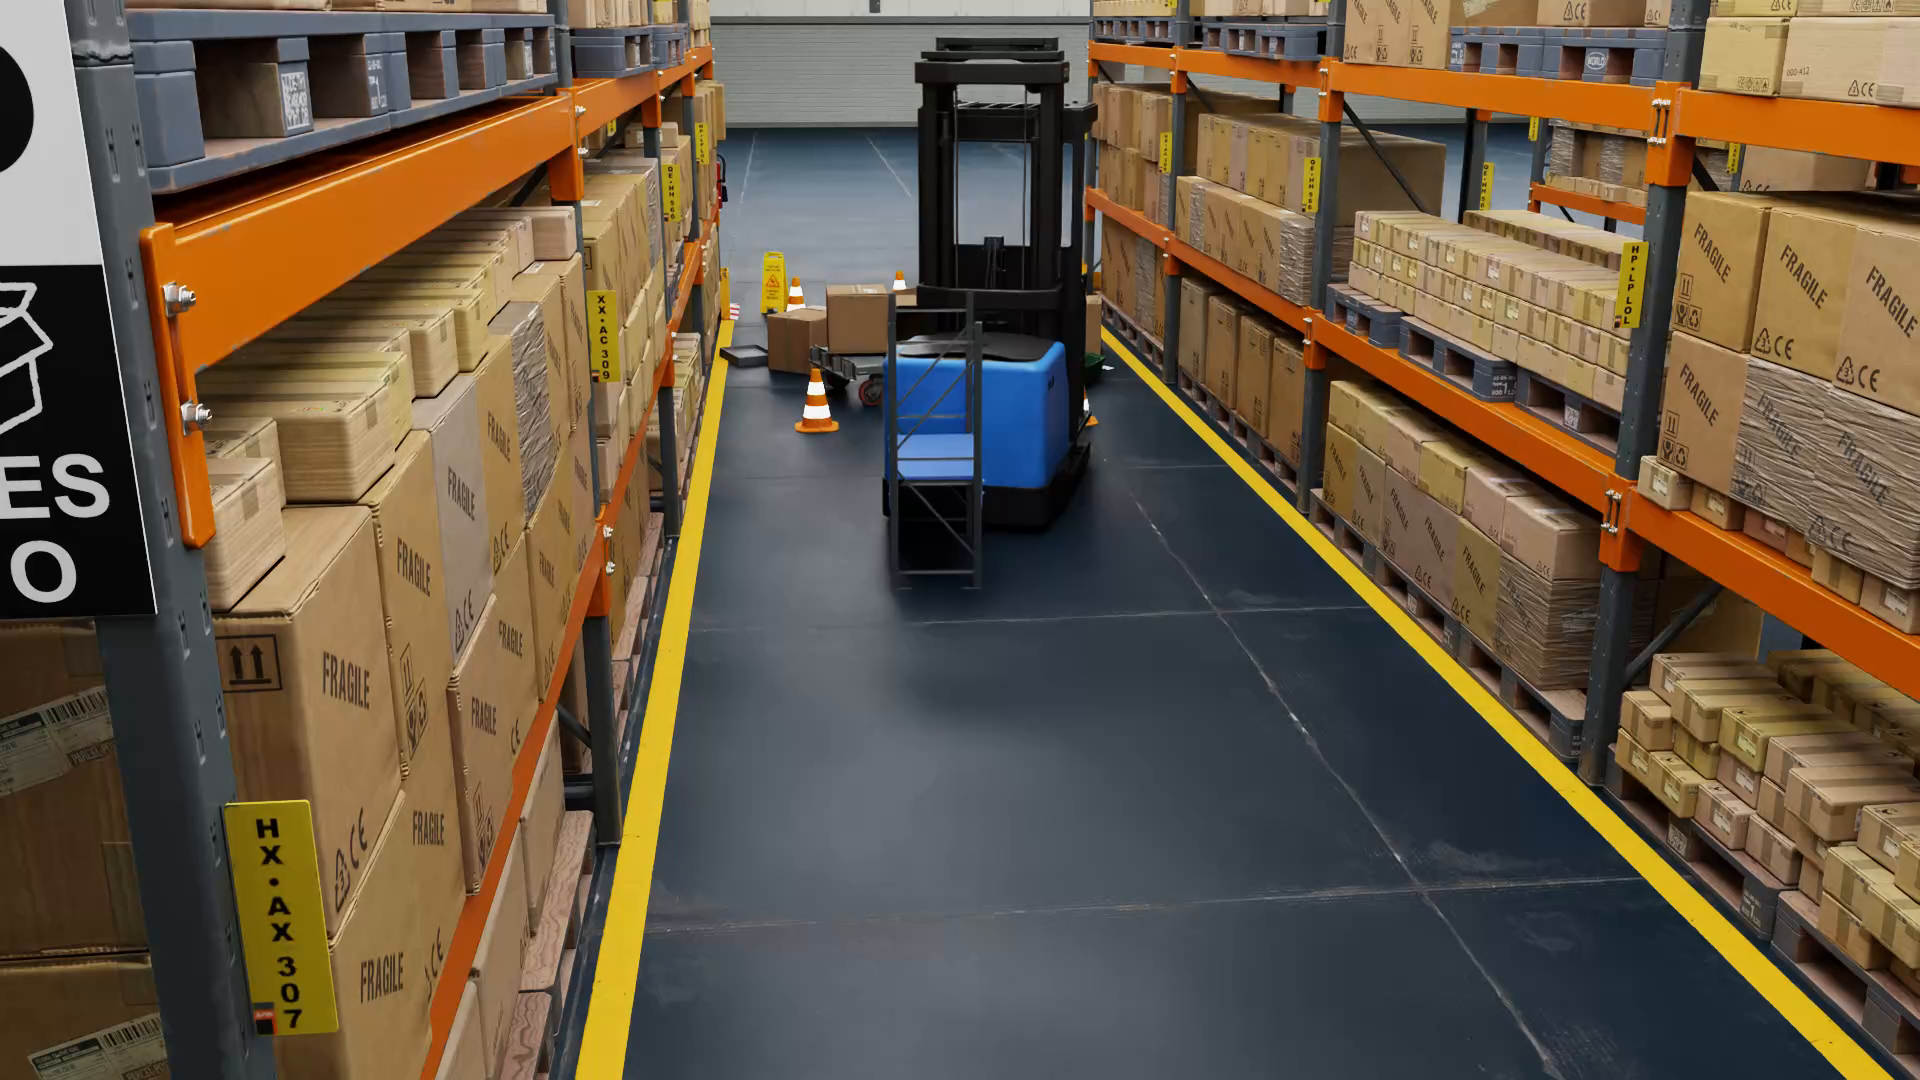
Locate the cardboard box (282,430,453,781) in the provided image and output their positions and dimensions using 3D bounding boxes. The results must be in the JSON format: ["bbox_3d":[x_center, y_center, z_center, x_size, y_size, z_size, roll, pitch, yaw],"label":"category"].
[{"bbox_3d":[-1.225,0.111,2.979,0.500,0.500,0.500,-2,18,-7],"label":"cardboard box"}]

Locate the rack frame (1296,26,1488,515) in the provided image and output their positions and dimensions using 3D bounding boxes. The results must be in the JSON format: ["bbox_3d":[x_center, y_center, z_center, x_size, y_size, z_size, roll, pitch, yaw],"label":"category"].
[{"bbox_3d":[2.689,-1.625,10.345,1.000,3.000,0.127,-2,18,-6],"label":"rack frame"}]

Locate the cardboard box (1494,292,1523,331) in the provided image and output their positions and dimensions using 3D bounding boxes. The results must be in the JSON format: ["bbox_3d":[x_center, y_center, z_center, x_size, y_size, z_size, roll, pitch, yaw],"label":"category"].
[{"bbox_3d":[2.755,-1.079,7.829,0.380,0.149,0.250,-3,18,-8],"label":"cardboard box"}]

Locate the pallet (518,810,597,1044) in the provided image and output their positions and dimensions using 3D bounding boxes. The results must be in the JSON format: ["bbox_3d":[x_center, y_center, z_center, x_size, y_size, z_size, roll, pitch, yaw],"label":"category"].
[{"bbox_3d":[-1.811,1.309,5.654,1.003,0.211,1.213,-2,18,-6],"label":"pallet"}]

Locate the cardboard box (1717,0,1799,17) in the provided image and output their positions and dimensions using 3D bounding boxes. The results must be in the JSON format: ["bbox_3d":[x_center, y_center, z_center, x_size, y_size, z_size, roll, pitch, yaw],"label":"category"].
[{"bbox_3d":[2.913,-1.880,5.567,0.500,0.250,0.500,-1,17,-4],"label":"cardboard box"}]

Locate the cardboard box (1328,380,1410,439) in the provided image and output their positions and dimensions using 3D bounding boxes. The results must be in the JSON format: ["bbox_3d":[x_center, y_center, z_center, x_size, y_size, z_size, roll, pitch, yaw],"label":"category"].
[{"bbox_3d":[2.519,-0.778,9.866,0.500,0.250,0.500,-3,18,-8],"label":"cardboard box"}]

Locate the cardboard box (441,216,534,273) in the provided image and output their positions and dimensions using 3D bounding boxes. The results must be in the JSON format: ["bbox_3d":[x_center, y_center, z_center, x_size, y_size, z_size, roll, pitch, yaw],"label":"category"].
[{"bbox_3d":[-1.544,-0.921,5.182,0.380,0.149,0.250,-1,17,-4],"label":"cardboard box"}]

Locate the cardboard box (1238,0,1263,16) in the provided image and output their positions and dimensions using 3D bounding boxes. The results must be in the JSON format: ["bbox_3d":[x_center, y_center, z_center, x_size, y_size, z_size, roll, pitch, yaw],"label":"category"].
[{"bbox_3d":[2.231,-3.861,11.425,0.500,0.500,0.500,-2,18,-6],"label":"cardboard box"}]

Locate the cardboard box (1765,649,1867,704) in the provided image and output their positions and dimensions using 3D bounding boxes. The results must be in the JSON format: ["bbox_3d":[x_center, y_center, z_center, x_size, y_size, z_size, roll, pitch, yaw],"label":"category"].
[{"bbox_3d":[3.397,0.541,6.512,0.380,0.149,0.250,-1,17,-4],"label":"cardboard box"}]

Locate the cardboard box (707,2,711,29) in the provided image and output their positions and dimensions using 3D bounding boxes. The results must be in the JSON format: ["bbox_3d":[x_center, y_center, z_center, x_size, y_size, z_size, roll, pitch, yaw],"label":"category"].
[{"bbox_3d":[-2.728,-5.183,16.424,0.500,0.250,0.500,-2,18,-6],"label":"cardboard box"}]

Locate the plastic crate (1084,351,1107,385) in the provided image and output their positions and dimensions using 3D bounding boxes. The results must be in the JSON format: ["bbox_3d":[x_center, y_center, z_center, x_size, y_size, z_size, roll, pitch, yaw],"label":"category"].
[{"bbox_3d":[0.955,-1.514,14.590,0.450,0.188,0.662,18,23,19],"label":"plastic crate"}]

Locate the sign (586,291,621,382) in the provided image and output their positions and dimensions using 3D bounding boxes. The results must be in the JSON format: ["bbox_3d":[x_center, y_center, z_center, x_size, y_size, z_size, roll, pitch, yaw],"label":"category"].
[{"bbox_3d":[-1.260,-0.719,5.881,0.100,0.325,0.005,-2,18,-6],"label":"sign"}]

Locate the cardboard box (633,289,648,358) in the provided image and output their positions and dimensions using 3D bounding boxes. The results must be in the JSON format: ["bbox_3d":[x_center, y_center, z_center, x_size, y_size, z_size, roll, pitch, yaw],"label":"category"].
[{"bbox_3d":[-1.738,-1.013,7.812,0.500,0.250,0.500,-2,18,-7],"label":"cardboard box"}]

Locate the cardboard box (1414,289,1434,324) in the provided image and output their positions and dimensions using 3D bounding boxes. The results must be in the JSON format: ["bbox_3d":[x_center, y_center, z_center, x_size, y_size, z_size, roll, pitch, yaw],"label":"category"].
[{"bbox_3d":[2.649,-1.246,8.856,0.380,0.149,0.250,-1,17,-4],"label":"cardboard box"}]

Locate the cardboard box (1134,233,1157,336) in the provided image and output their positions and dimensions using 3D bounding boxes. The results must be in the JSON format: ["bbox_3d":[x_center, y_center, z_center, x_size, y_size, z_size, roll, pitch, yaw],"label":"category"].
[{"bbox_3d":[2.184,-2.461,15.855,0.875,0.875,0.875,-2,18,-5],"label":"cardboard box"}]

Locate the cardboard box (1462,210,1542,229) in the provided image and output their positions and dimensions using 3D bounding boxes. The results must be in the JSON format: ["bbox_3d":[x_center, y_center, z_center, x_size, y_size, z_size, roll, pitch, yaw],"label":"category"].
[{"bbox_3d":[3.196,-1.857,9.811,0.380,0.149,0.250,-2,18,-8],"label":"cardboard box"}]

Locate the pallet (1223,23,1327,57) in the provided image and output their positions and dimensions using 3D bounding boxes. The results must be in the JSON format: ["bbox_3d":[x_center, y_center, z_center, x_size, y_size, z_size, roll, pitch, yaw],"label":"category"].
[{"bbox_3d":[2.452,-3.489,11.591,1.003,0.211,1.213,-1,17,-3],"label":"pallet"}]

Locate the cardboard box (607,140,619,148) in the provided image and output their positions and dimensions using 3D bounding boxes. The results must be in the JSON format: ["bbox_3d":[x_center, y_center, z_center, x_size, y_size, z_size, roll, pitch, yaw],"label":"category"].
[{"bbox_3d":[-2.821,-2.726,12.487,0.500,0.500,0.500,-2,18,-5],"label":"cardboard box"}]

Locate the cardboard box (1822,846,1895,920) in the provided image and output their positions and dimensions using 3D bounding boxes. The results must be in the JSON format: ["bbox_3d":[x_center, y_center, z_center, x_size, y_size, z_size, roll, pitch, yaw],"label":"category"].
[{"bbox_3d":[2.990,1.087,5.269,0.380,0.149,0.250,-2,18,-6],"label":"cardboard box"}]

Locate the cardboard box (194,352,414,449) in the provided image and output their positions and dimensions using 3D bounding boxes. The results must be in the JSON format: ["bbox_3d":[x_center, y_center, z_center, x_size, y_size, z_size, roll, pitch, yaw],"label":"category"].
[{"bbox_3d":[-1.216,-0.242,3.020,0.380,0.149,0.250,-2,18,-7],"label":"cardboard box"}]

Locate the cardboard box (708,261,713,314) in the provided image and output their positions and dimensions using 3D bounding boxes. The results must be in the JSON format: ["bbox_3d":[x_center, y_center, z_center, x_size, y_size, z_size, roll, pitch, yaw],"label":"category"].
[{"bbox_3d":[-2.496,-2.223,14.888,0.500,0.500,0.500,-1,17,-3],"label":"cardboard box"}]

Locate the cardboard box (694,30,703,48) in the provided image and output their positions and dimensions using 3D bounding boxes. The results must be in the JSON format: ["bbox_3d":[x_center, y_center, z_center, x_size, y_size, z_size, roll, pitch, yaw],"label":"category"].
[{"bbox_3d":[-2.471,-4.432,14.698,0.380,0.149,0.250,-2,18,-7],"label":"cardboard box"}]

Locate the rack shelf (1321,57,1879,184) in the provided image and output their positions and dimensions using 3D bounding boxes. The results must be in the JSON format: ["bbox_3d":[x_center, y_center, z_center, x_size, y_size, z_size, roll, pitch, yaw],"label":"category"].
[{"bbox_3d":[2.895,-2.117,8.106,1.077,0.370,4.000,-2,18,-6],"label":"rack shelf"}]

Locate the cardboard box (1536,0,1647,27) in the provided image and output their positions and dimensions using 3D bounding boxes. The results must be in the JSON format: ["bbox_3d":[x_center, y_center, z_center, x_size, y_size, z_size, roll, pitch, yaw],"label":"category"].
[{"bbox_3d":[3.073,-2.578,7.500,0.797,0.503,0.637,-2,18,-6],"label":"cardboard box"}]

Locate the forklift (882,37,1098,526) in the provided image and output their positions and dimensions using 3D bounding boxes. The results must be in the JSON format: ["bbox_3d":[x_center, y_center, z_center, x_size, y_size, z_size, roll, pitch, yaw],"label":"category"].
[{"bbox_3d":[0.318,-1.885,11.288,1.130,2.935,3.031,4,18,11],"label":"forklift"}]

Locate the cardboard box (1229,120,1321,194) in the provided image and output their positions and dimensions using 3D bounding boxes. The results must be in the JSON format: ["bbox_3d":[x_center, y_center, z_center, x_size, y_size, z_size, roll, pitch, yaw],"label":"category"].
[{"bbox_3d":[2.440,-2.890,12.538,0.700,0.500,0.500,-2,18,-5],"label":"cardboard box"}]

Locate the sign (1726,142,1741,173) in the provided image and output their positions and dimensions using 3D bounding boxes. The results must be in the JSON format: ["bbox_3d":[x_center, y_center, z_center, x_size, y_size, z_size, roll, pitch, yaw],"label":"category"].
[{"bbox_3d":[6.682,-3.334,14.343,0.100,0.325,0.005,-2,18,-6],"label":"sign"}]

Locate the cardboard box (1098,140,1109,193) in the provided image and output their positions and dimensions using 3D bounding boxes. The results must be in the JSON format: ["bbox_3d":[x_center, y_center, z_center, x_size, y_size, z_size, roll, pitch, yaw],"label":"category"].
[{"bbox_3d":[1.947,-3.971,17.567,0.875,0.550,0.550,-2,18,-6],"label":"cardboard box"}]

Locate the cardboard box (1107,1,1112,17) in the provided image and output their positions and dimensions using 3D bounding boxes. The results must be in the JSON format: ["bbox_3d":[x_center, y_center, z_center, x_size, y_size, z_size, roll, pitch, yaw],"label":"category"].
[{"bbox_3d":[1.659,-5.230,16.371,0.380,0.149,0.250,-2,18,-5],"label":"cardboard box"}]

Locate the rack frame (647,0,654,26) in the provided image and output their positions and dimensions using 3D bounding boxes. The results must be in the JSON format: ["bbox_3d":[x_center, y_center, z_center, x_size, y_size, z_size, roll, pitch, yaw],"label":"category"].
[{"bbox_3d":[-2.224,-4.304,8.863,1.000,3.000,0.127,-2,18,-6],"label":"rack frame"}]

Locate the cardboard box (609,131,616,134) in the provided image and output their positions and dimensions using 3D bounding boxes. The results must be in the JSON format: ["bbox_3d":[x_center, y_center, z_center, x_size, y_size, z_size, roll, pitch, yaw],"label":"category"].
[{"bbox_3d":[-3.276,-3.865,16.818,0.500,0.500,0.500,-2,18,-6],"label":"cardboard box"}]

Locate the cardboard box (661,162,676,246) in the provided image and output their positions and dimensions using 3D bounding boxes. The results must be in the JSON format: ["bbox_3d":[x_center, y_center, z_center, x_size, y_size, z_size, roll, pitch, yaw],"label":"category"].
[{"bbox_3d":[-2.101,-2.128,10.583,0.500,0.500,0.500,-1,17,-3],"label":"cardboard box"}]

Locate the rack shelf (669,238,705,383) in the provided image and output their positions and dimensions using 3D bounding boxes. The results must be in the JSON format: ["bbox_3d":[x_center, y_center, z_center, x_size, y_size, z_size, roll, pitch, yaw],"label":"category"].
[{"bbox_3d":[-2.430,-1.695,11.768,1.077,0.370,4.000,-2,18,-6],"label":"rack shelf"}]

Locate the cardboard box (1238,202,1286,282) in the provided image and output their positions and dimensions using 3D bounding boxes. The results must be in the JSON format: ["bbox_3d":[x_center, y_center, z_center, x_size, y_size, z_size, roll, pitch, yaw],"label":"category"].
[{"bbox_3d":[2.274,-2.096,11.679,0.500,0.500,0.500,-2,18,-7],"label":"cardboard box"}]

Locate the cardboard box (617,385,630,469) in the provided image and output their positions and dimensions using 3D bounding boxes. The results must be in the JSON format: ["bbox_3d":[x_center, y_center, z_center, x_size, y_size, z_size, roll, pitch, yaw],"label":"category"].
[{"bbox_3d":[-1.649,-0.472,6.923,0.500,0.250,0.500,-2,18,-7],"label":"cardboard box"}]

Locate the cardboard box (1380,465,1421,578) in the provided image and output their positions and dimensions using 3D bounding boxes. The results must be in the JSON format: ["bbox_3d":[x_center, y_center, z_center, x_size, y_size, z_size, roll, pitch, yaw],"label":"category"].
[{"bbox_3d":[2.621,-0.112,8.997,0.500,0.500,0.500,-2,18,-7],"label":"cardboard box"}]

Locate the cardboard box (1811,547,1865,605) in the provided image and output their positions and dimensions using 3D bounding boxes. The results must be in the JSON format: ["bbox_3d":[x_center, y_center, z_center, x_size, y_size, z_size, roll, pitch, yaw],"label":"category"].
[{"bbox_3d":[2.969,0.092,5.296,0.380,0.149,0.250,-1,17,-5],"label":"cardboard box"}]

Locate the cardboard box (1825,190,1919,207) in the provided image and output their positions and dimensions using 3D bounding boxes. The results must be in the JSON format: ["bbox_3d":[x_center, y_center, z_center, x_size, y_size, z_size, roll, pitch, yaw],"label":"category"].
[{"bbox_3d":[3.419,-0.968,5.920,0.500,0.500,0.500,-2,18,-8],"label":"cardboard box"}]

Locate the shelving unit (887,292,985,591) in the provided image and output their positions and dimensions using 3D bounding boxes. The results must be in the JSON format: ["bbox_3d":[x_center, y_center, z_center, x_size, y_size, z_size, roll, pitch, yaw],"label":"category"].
[{"bbox_3d":[-0.152,-0.590,9.551,0.538,1.500,1.048,-1,17,-2],"label":"shelving unit"}]

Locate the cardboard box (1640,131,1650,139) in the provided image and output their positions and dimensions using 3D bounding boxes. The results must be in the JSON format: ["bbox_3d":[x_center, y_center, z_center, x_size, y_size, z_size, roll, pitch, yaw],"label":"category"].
[{"bbox_3d":[6.797,-4.030,15.673,0.500,0.500,0.500,-2,18,-6],"label":"cardboard box"}]

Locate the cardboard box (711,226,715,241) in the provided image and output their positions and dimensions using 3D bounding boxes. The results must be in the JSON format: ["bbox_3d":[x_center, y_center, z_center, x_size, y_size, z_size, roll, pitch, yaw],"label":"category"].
[{"bbox_3d":[-2.580,-2.968,16.178,0.380,0.149,0.250,-1,17,-5],"label":"cardboard box"}]

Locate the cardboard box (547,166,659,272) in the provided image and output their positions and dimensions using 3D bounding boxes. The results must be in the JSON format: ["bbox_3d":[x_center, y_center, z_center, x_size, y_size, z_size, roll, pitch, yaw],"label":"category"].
[{"bbox_3d":[-1.850,-1.668,8.646,0.500,0.500,0.500,-1,17,-5],"label":"cardboard box"}]

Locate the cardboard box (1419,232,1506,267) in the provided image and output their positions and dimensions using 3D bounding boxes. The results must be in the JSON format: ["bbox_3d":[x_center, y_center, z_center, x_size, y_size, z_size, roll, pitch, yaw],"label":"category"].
[{"bbox_3d":[2.652,-1.533,8.777,0.380,0.149,0.250,-1,17,-3],"label":"cardboard box"}]

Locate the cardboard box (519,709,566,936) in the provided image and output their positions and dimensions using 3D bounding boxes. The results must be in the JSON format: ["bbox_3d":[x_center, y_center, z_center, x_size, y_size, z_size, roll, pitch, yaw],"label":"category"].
[{"bbox_3d":[-1.854,0.962,5.681,0.875,0.438,0.875,-2,18,-6],"label":"cardboard box"}]

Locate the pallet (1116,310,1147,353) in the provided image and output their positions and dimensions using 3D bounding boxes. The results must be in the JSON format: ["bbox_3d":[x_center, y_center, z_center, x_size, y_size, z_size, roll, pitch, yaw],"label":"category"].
[{"bbox_3d":[2.147,-2.080,16.449,1.003,0.211,1.213,-2,18,-6],"label":"pallet"}]

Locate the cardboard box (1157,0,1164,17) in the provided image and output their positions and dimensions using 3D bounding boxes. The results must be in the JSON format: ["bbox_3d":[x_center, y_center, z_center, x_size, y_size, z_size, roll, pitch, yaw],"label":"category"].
[{"bbox_3d":[1.895,-4.550,14.205,0.380,0.149,0.250,-1,17,-5],"label":"cardboard box"}]

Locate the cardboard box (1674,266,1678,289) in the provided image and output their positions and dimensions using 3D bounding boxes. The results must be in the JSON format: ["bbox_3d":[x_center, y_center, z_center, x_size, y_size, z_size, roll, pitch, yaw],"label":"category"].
[{"bbox_3d":[3.437,-1.163,7.598,0.380,0.149,0.250,-2,18,-6],"label":"cardboard box"}]

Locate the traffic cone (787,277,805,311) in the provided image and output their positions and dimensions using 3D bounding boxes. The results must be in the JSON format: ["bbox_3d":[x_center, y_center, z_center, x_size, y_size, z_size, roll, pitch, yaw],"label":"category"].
[{"bbox_3d":[-1.722,-2.527,17.453,0.336,0.463,0.334,-2,18,-6],"label":"traffic cone"}]

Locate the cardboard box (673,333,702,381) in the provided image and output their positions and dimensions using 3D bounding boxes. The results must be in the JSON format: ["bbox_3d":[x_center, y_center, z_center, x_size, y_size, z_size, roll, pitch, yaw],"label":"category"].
[{"bbox_3d":[-2.580,-1.424,13.391,0.950,0.372,0.625,-2,17,-5],"label":"cardboard box"}]

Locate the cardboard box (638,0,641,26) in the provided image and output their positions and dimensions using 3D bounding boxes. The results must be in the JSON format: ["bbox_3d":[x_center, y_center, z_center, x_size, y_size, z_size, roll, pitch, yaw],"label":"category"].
[{"bbox_3d":[-1.734,-2.610,7.997,0.396,0.266,0.258,-2,18,-7],"label":"cardboard box"}]

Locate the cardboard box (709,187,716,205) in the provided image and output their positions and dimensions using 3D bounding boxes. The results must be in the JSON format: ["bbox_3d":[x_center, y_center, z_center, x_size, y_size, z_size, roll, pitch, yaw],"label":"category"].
[{"bbox_3d":[-2.600,-3.376,16.342,0.380,0.149,0.250,-1,17,-5],"label":"cardboard box"}]

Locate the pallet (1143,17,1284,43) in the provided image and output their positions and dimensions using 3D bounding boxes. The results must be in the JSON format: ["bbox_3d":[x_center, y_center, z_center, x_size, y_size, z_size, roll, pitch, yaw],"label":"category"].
[{"bbox_3d":[2.203,-4.450,14.483,1.003,0.211,1.213,-2,18,-6],"label":"pallet"}]

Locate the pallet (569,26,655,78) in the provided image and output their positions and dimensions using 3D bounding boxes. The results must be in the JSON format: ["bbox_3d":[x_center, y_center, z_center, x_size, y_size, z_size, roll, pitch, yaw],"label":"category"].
[{"bbox_3d":[-1.987,-2.260,7.674,1.003,0.211,1.213,-1,17,-3],"label":"pallet"}]

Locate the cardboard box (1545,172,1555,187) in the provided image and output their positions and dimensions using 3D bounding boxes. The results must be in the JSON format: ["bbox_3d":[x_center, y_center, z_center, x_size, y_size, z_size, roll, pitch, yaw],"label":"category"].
[{"bbox_3d":[6.600,-3.919,18.073,0.380,0.149,0.250,-2,18,-6],"label":"cardboard box"}]
